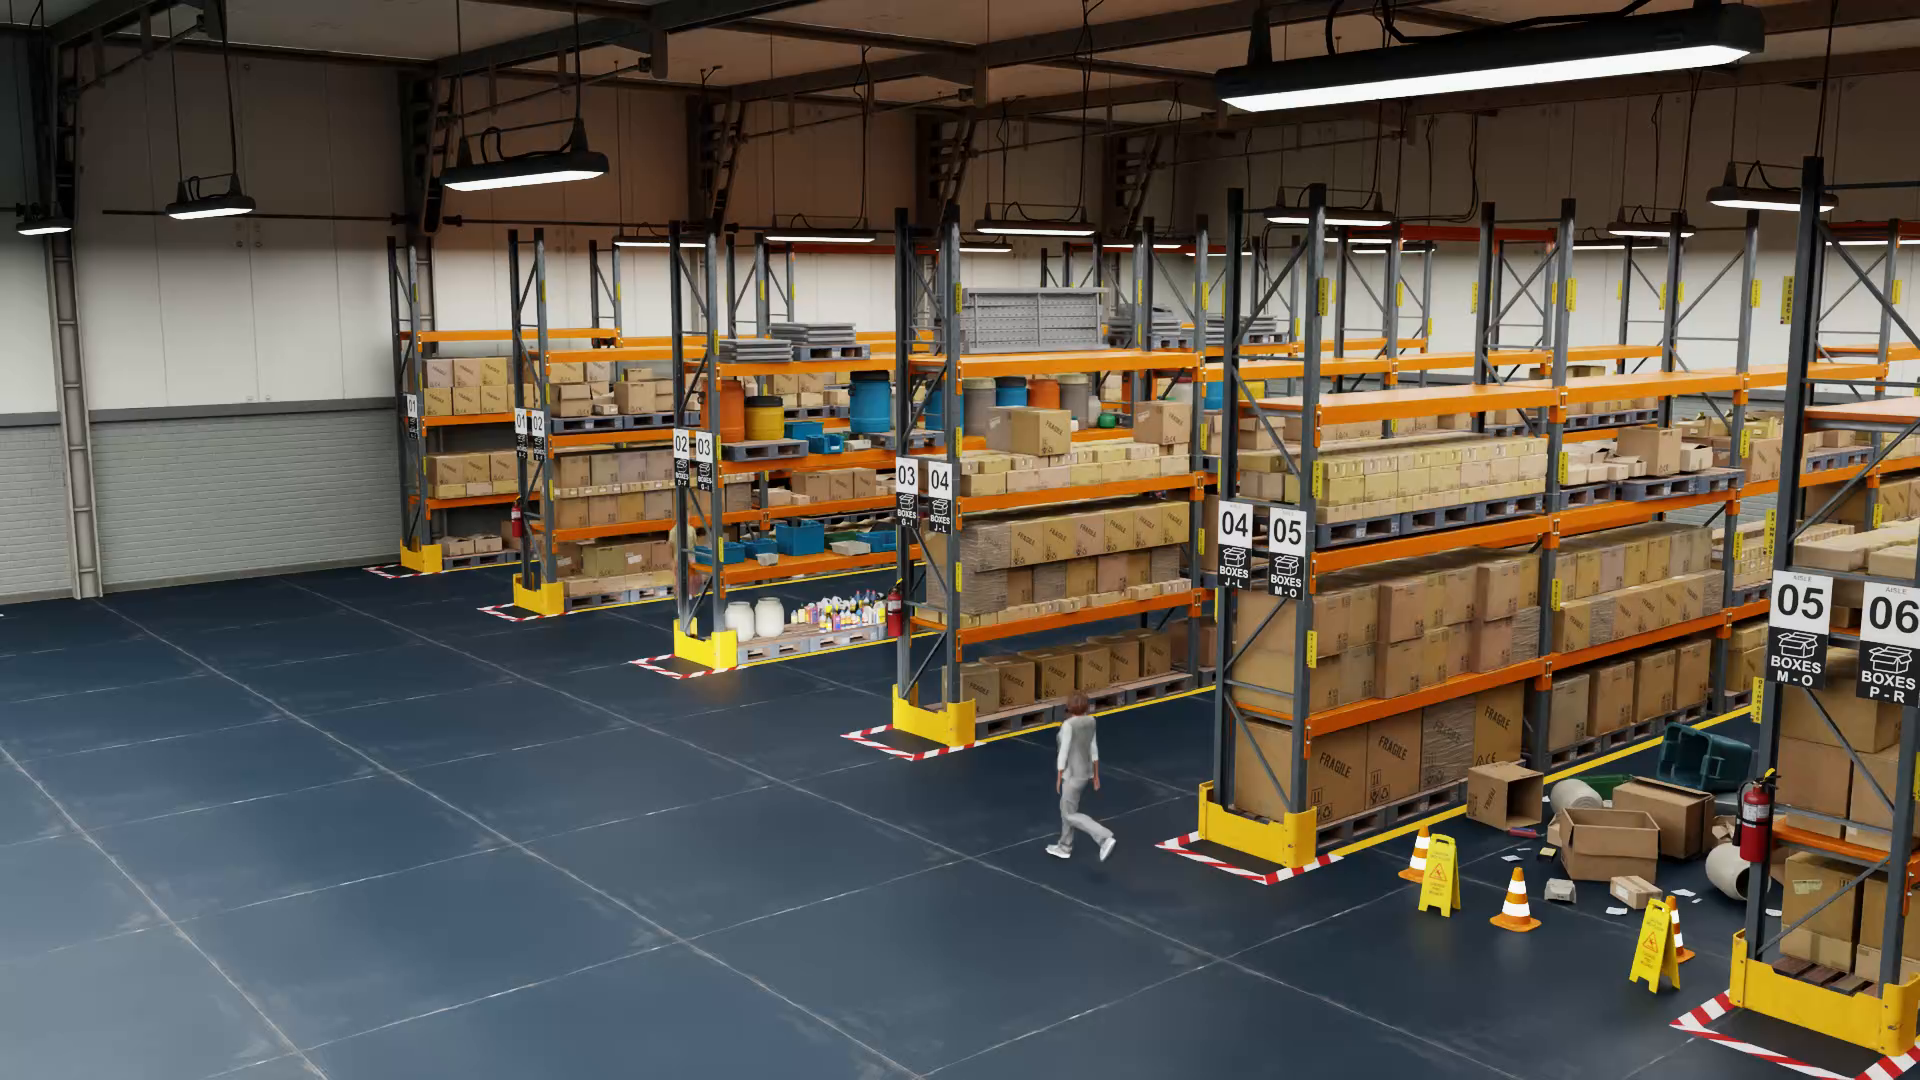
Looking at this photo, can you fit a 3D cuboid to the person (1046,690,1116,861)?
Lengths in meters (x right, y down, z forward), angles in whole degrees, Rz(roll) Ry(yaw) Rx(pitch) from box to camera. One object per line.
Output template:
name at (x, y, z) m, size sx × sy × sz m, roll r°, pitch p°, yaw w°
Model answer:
person at (1.071, 2.137, 14.845) m, size 0.752 × 1.543 × 0.407 m, roll 4°, pitch 10°, yaw 26°

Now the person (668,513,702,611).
person at (-4.262, 0.368, 25.788) m, size 0.475 × 1.686 × 0.488 m, roll -4°, pitch 10°, yaw -23°
